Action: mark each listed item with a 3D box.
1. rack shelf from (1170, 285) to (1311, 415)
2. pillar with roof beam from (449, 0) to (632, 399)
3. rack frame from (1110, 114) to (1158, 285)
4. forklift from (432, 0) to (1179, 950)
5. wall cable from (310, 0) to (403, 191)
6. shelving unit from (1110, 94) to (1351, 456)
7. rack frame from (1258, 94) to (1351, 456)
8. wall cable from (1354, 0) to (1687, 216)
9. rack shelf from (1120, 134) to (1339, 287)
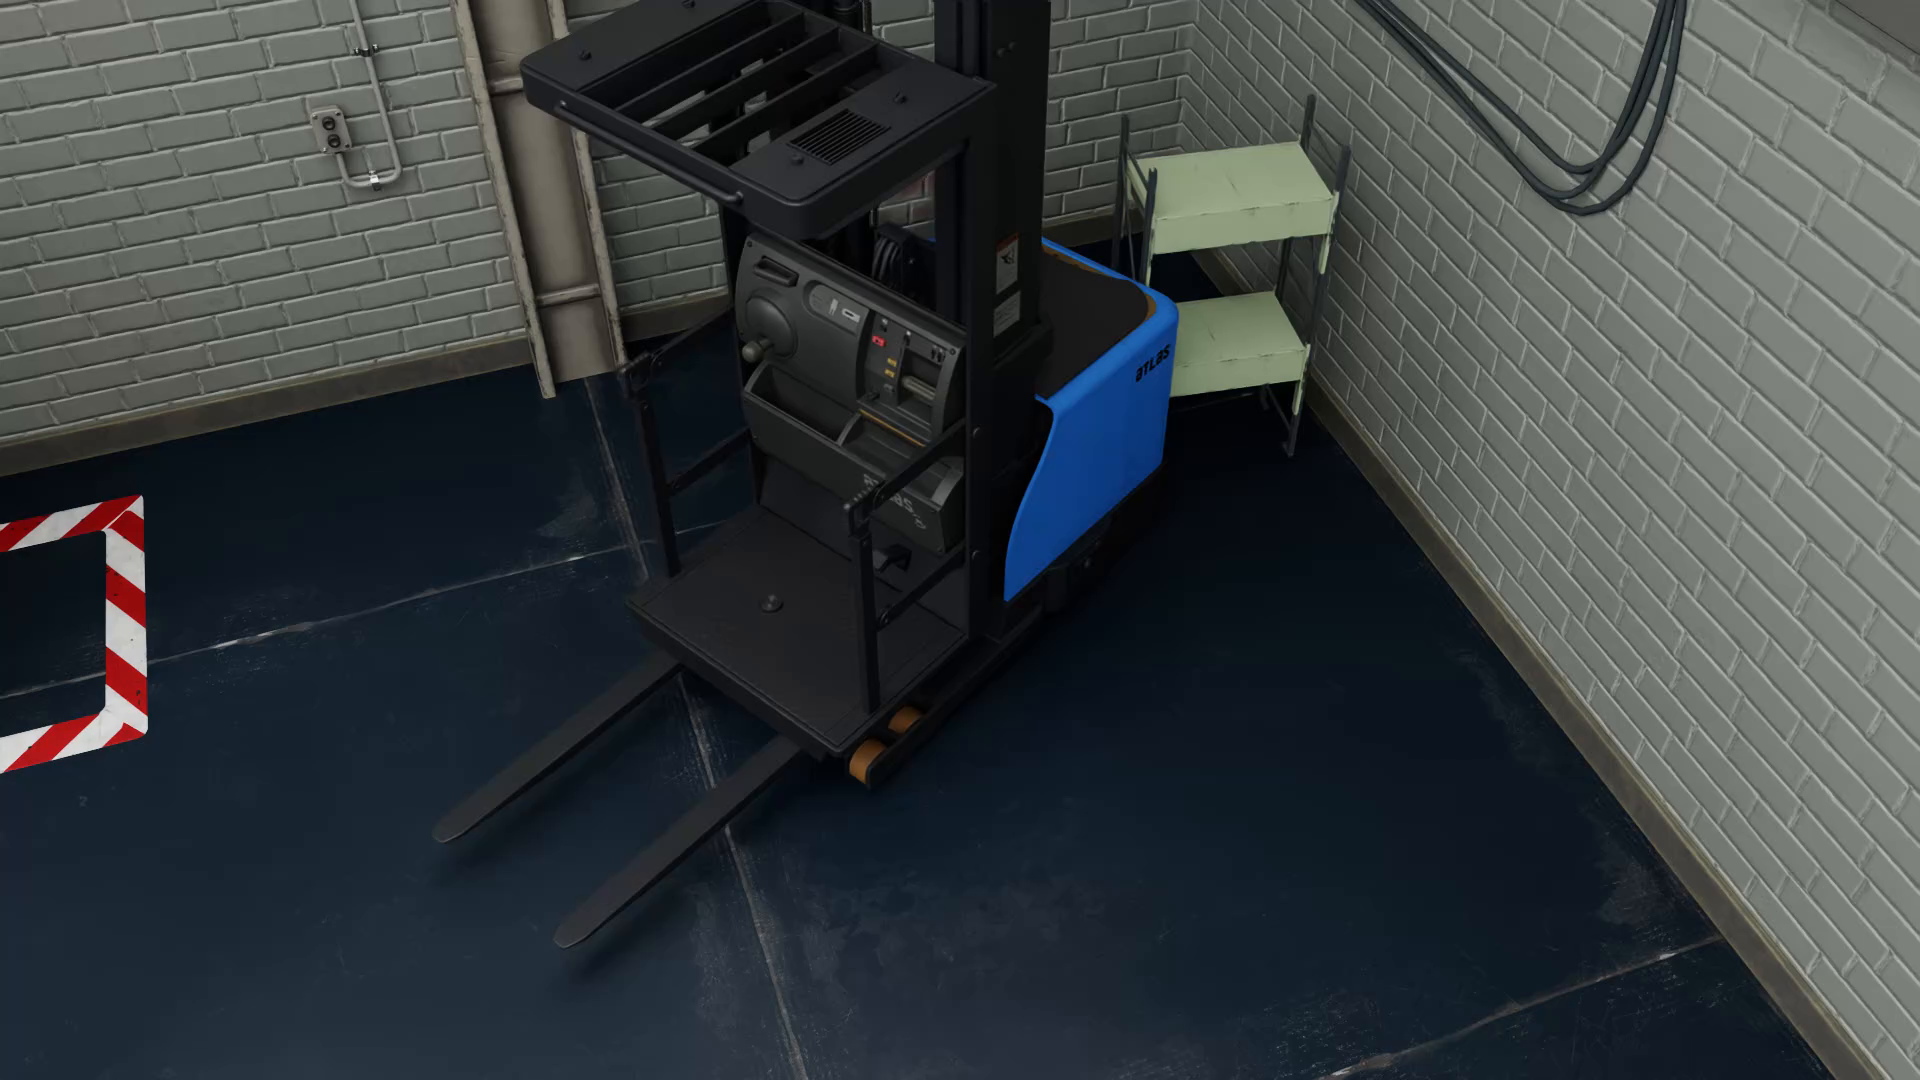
[{"bbox_3d":[1.015,-0.744,6.893,0.720,0.370,0.431,-8,46,-8],"label":"rack shelf"},{"bbox_3d":[-0.249,-1.084,1.477,0.400,9.000,9.100,-14,47,-14],"label":"pillar with roof beam"},{"bbox_3d":[0.656,-0.922,6.610,0.023,1.500,0.400,-8,46,-8],"label":"rack frame"},{"bbox_3d":[-0.510,-0.576,5.255,1.130,2.935,3.031,31,53,27],"label":"forklift"},{"bbox_3d":[-3.074,-1.906,5.814,1.851,1.984,0.084,-14,47,-14],"label":"wall cable"},{"bbox_3d":[1.015,-0.974,6.662,0.755,1.500,0.431,-8,46,-8],"label":"shelving unit"},{"bbox_3d":[1.373,-1.027,6.714,0.023,1.500,0.400,-8,46,-8],"label":"rack frame"},{"bbox_3d":[1.484,-2.753,5.332,0.112,2.526,3.097,-14,47,-14],"label":"wall cable"},{"bbox_3d":[1.015,-1.250,6.386,0.720,0.370,0.431,-8,46,-8],"label":"rack shelf"}]
